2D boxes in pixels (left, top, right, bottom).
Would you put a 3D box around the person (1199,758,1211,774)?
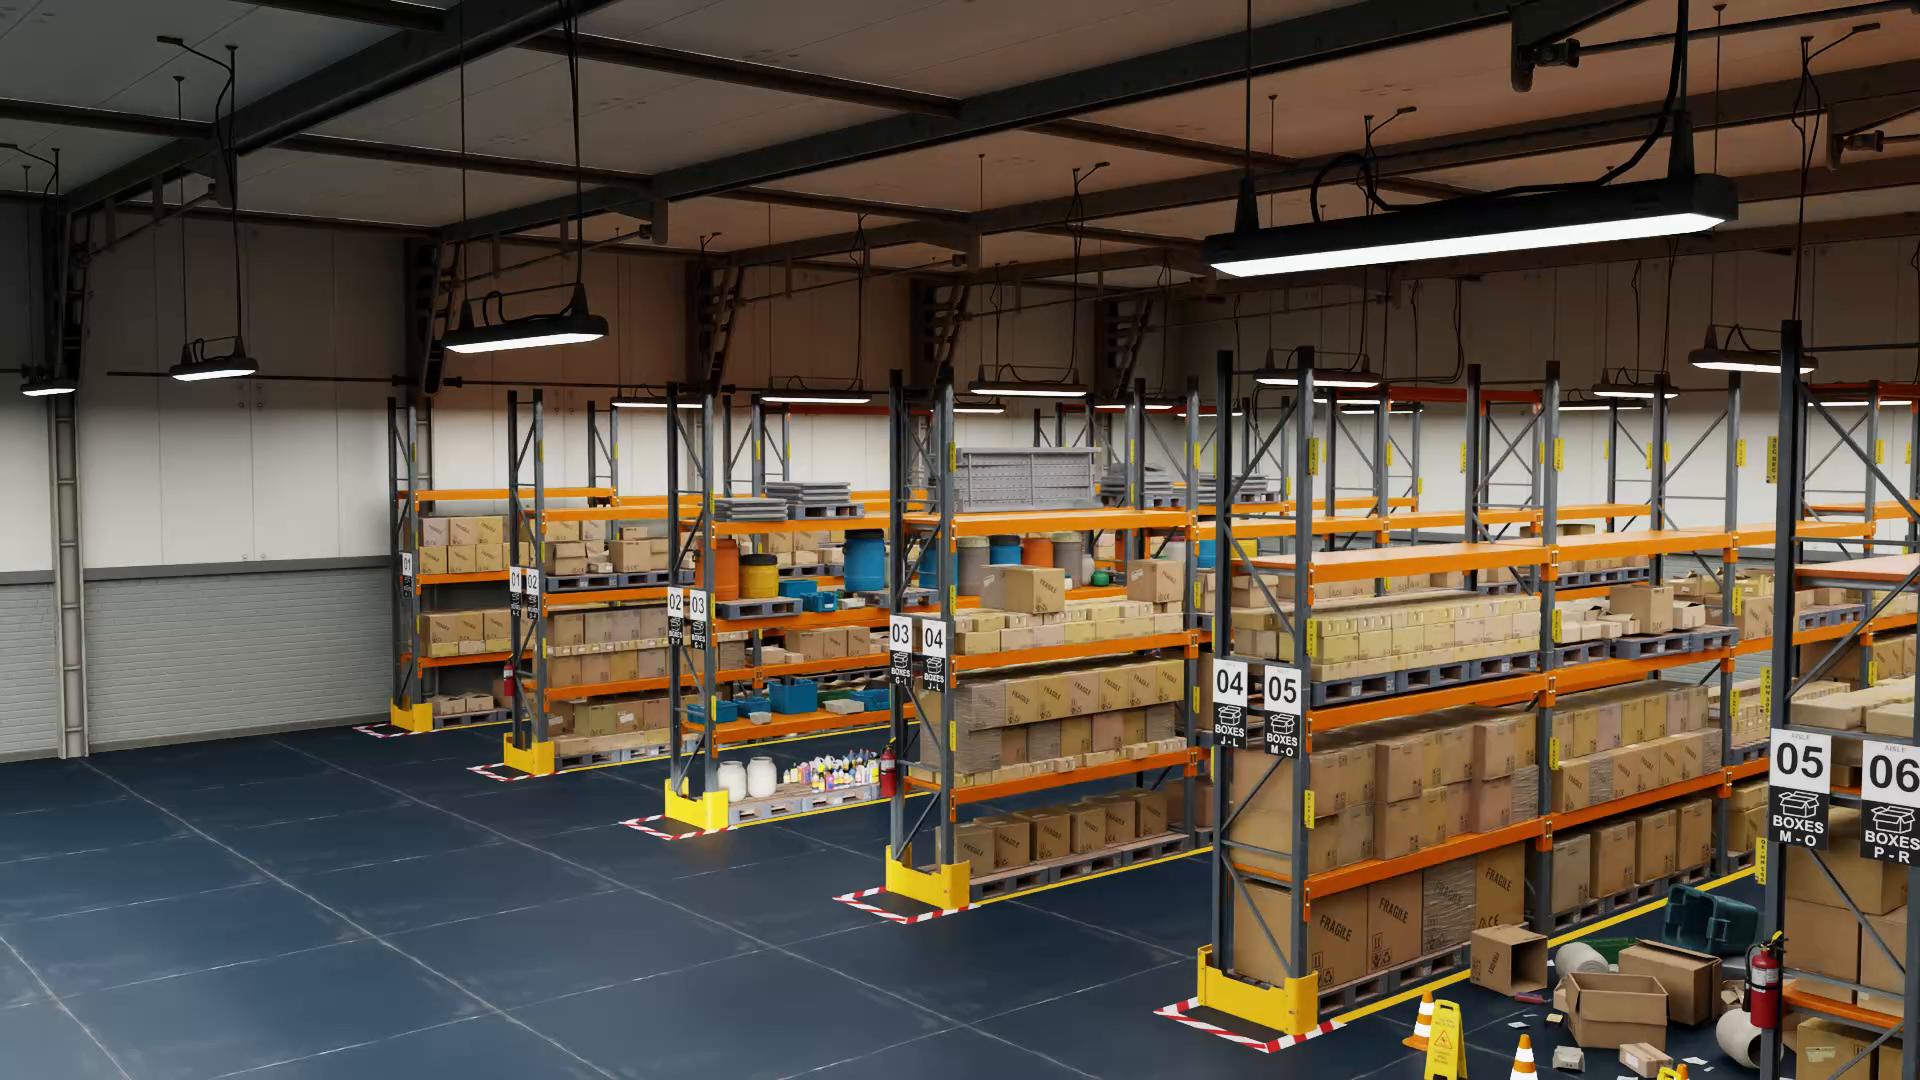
[{"bbox_3d":[3.648,2.915,24.325,0.474,1.675,0.593,1,3,11],"label":"person"}]
